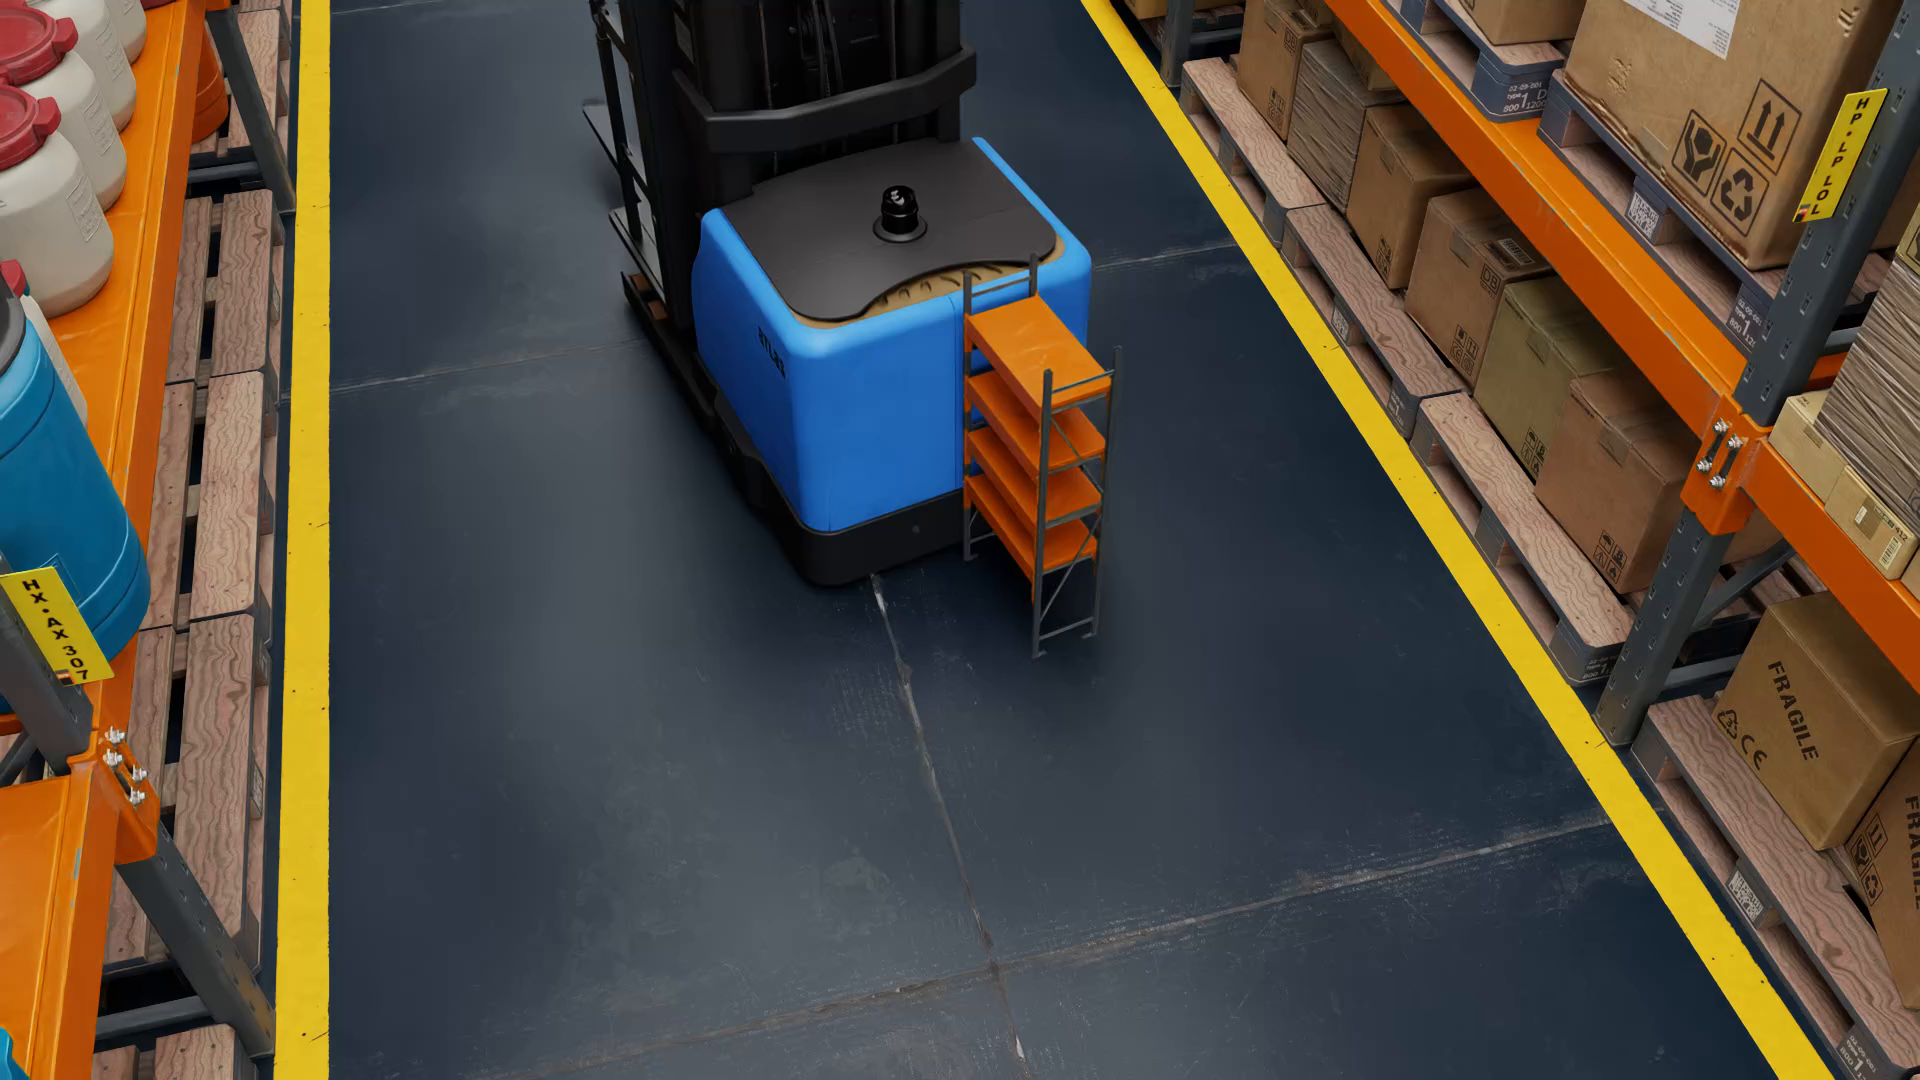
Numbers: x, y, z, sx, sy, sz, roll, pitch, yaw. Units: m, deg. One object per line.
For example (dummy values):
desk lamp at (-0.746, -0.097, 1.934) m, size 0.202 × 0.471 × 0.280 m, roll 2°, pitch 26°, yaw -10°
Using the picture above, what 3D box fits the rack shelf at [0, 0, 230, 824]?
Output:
rack shelf at (-2.828, -0.765, 4.903) m, size 1.077 × 0.370 × 4.000 m, roll -11°, pitch 47°, yaw -10°

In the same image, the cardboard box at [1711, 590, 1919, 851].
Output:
cardboard box at (2.536, 0.470, 4.645) m, size 0.500 × 0.500 × 0.500 m, roll -12°, pitch 47°, yaw -12°

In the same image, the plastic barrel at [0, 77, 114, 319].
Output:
plastic barrel at (-2.536, -0.890, 4.427) m, size 0.433 × 0.535 × 0.433 m, roll 0°, pitch 46°, yaw 0°

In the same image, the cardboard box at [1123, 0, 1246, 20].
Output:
cardboard box at (1.292, -3.186, 7.966) m, size 1.225 × 0.875 × 0.875 m, roll -13°, pitch 47°, yaw -12°

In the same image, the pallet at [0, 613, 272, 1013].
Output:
pallet at (-2.554, 0.805, 4.813) m, size 1.003 × 0.211 × 1.213 m, roll -11°, pitch 47°, yaw -10°

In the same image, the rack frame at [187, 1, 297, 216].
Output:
rack frame at (-3.340, -2.397, 5.999) m, size 1.000 × 3.000 × 0.127 m, roll -11°, pitch 47°, yaw -10°

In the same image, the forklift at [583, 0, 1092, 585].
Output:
forklift at (-0.684, -1.933, 5.592) m, size 1.130 × 2.935 × 3.031 m, roll -20°, pitch 49°, yaw -18°

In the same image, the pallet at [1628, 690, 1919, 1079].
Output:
pallet at (2.678, 0.892, 4.728) m, size 1.003 × 0.211 × 1.213 m, roll -11°, pitch 47°, yaw -10°

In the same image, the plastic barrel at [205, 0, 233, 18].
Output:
plastic barrel at (-3.770, -2.815, 7.802) m, size 0.600 × 0.588 × 0.708 m, roll -11°, pitch 47°, yaw -10°

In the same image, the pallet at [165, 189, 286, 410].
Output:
pallet at (-3.179, -0.879, 6.464) m, size 1.003 × 0.211 × 1.213 m, roll -11°, pitch 47°, yaw -10°

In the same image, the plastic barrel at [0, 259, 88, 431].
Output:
plastic barrel at (-2.349, -0.384, 3.931) m, size 0.433 × 0.535 × 0.433 m, roll 0°, pitch 46°, yaw 0°

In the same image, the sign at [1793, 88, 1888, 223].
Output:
sign at (1.937, -0.842, 3.665) m, size 0.100 × 0.325 × 0.005 m, roll -11°, pitch 47°, yaw -10°

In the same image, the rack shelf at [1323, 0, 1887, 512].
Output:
rack shelf at (1.960, -1.670, 5.790) m, size 1.077 × 0.370 × 4.000 m, roll -11°, pitch 47°, yaw -10°

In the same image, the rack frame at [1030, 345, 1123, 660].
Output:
rack frame at (0.339, -0.076, 4.985) m, size 0.240 × 1.200 × 0.015 m, roll -20°, pitch 49°, yaw -18°

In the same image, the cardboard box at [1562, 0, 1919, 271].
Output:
cardboard box at (2.404, -1.472, 4.379) m, size 1.000 × 1.000 × 1.000 m, roll -10°, pitch 46°, yaw -10°

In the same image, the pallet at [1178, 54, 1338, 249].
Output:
pallet at (1.647, -1.787, 7.353) m, size 1.003 × 0.211 × 1.213 m, roll -11°, pitch 47°, yaw -10°

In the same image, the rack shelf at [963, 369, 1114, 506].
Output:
rack shelf at (0.230, -0.342, 5.026) m, size 0.258 × 0.148 × 0.480 m, roll -20°, pitch 49°, yaw -18°

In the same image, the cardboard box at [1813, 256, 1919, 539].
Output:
cardboard box at (2.528, -0.358, 3.723) m, size 0.875 × 0.500 × 0.500 m, roll -11°, pitch 47°, yaw -10°

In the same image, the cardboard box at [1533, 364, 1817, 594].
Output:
cardboard box at (2.336, -0.248, 5.335) m, size 0.700 × 0.500 × 0.500 m, roll -14°, pitch 47°, yaw -13°

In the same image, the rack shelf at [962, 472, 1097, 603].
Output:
rack shelf at (0.230, -0.046, 5.327) m, size 0.258 × 0.148 × 0.480 m, roll -20°, pitch 49°, yaw -18°

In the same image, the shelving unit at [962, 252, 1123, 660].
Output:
shelving unit at (0.230, -0.232, 5.137) m, size 0.258 × 1.200 × 0.503 m, roll -20°, pitch 49°, yaw -18°

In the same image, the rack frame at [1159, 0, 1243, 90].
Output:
rack frame at (1.448, -3.303, 6.887) m, size 1.000 × 3.000 × 0.127 m, roll -11°, pitch 47°, yaw -10°

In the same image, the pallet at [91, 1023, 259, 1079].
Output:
pallet at (-2.184, 1.812, 3.827) m, size 1.003 × 0.211 × 1.213 m, roll -11°, pitch 47°, yaw -10°

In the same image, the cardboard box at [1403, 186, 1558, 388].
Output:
cardboard box at (2.088, -0.967, 6.040) m, size 0.700 × 0.500 × 0.500 m, roll -14°, pitch 47°, yaw -14°

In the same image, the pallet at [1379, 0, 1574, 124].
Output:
pallet at (1.995, -1.876, 5.623) m, size 1.003 × 0.211 × 1.213 m, roll -11°, pitch 47°, yaw -10°

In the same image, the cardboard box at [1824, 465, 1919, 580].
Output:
cardboard box at (2.288, -0.075, 3.899) m, size 0.380 × 0.149 × 0.250 m, roll -11°, pitch 47°, yaw -10°

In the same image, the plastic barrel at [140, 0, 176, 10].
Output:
plastic barrel at (-2.928, -2.180, 5.691) m, size 0.600 × 0.536 × 0.708 m, roll -11°, pitch 47°, yaw -10°

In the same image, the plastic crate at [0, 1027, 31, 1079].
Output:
plastic crate at (-1.770, 1.131, 2.646) m, size 0.499 × 0.251 × 0.616 m, roll -11°, pitch 47°, yaw -10°

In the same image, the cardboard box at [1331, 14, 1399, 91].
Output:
cardboard box at (1.794, -2.023, 6.549) m, size 0.500 × 0.250 × 0.500 m, roll -6°, pitch 46°, yaw -6°

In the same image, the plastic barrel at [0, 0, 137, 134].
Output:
plastic barrel at (-2.762, -1.474, 5.016) m, size 0.421 × 0.512 × 0.421 m, roll 0°, pitch 46°, yaw 0°

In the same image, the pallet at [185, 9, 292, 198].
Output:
pallet at (-3.582, -1.958, 7.521) m, size 1.003 × 0.211 × 1.213 m, roll -11°, pitch 47°, yaw -10°

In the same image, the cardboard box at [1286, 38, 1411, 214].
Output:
cardboard box at (1.794, -1.742, 6.799) m, size 0.700 × 0.500 × 0.500 m, roll -14°, pitch 47°, yaw -14°
